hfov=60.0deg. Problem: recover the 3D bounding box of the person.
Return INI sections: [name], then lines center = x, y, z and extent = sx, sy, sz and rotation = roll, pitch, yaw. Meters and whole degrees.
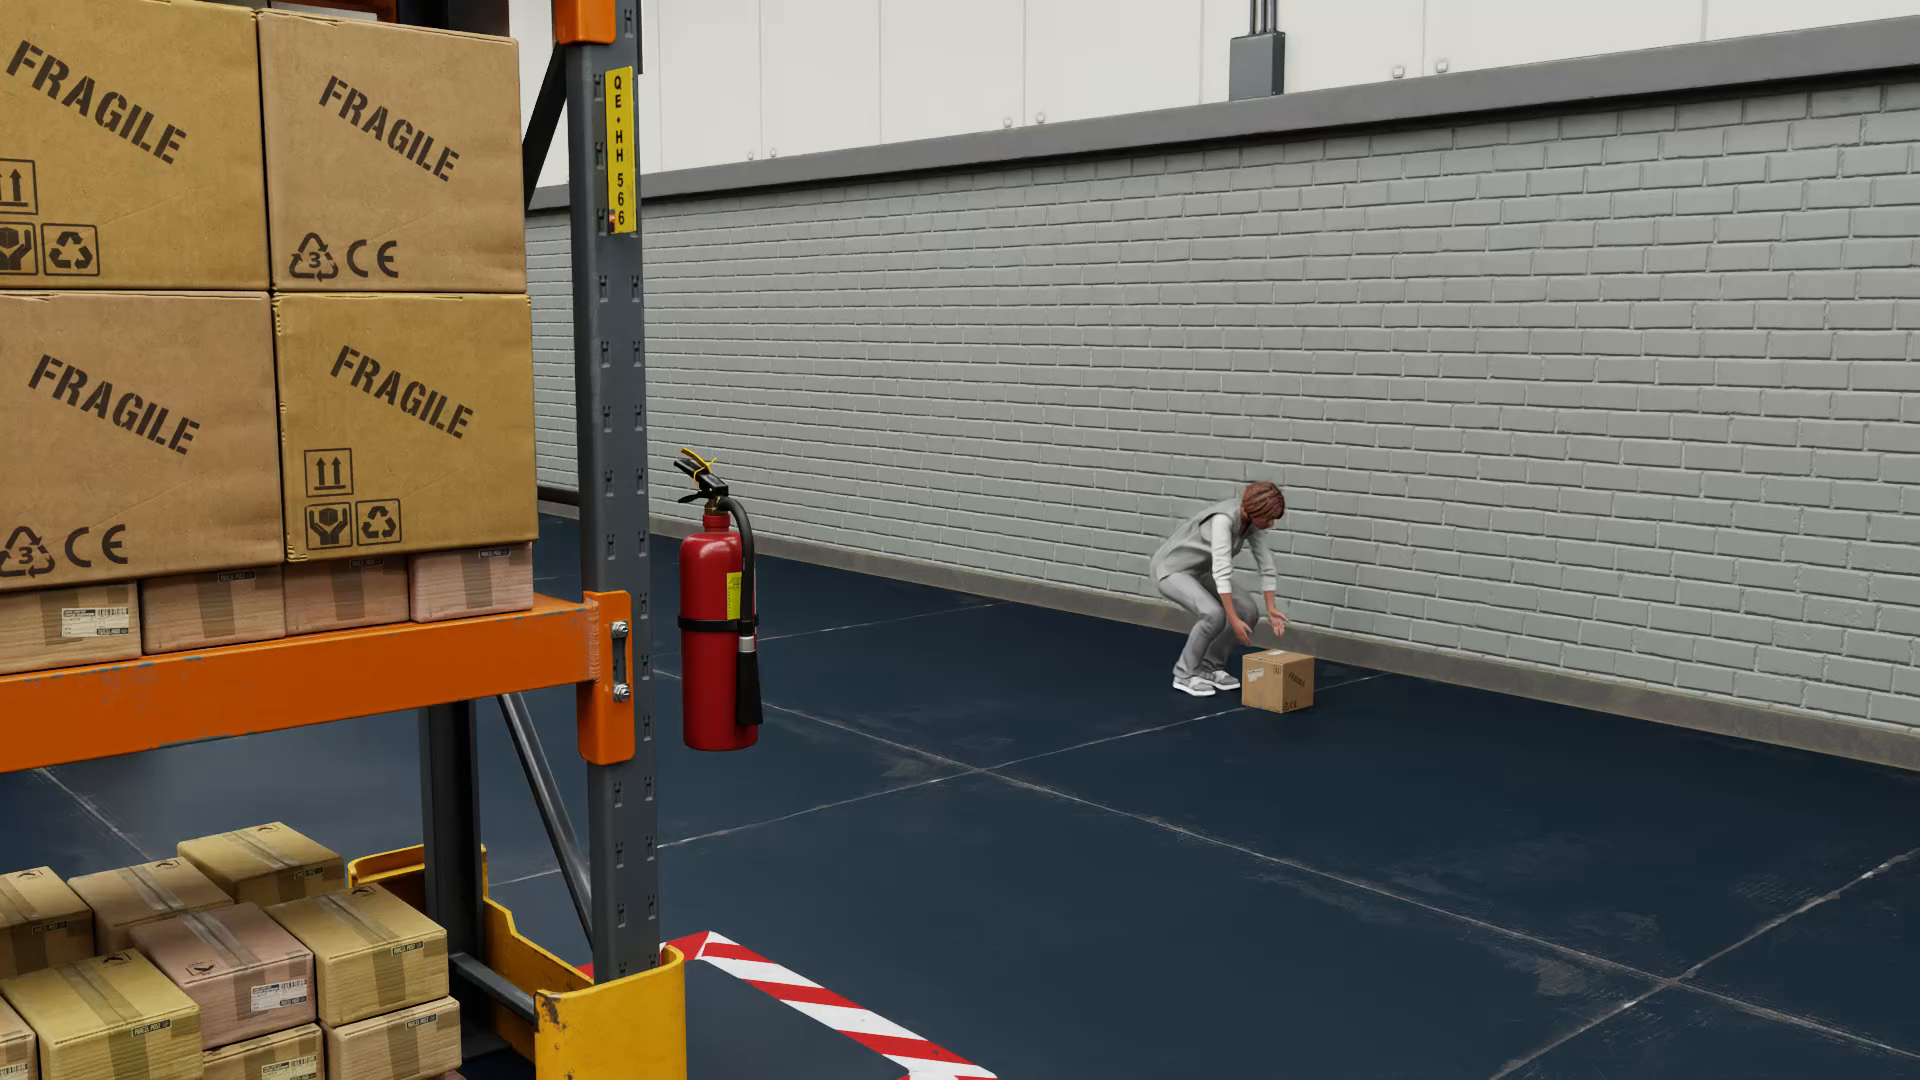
[person]
center = 1.324, 0.239, 8.480
extent = 0.460, 1.088, 0.745
rotation = -7, 10, -41
